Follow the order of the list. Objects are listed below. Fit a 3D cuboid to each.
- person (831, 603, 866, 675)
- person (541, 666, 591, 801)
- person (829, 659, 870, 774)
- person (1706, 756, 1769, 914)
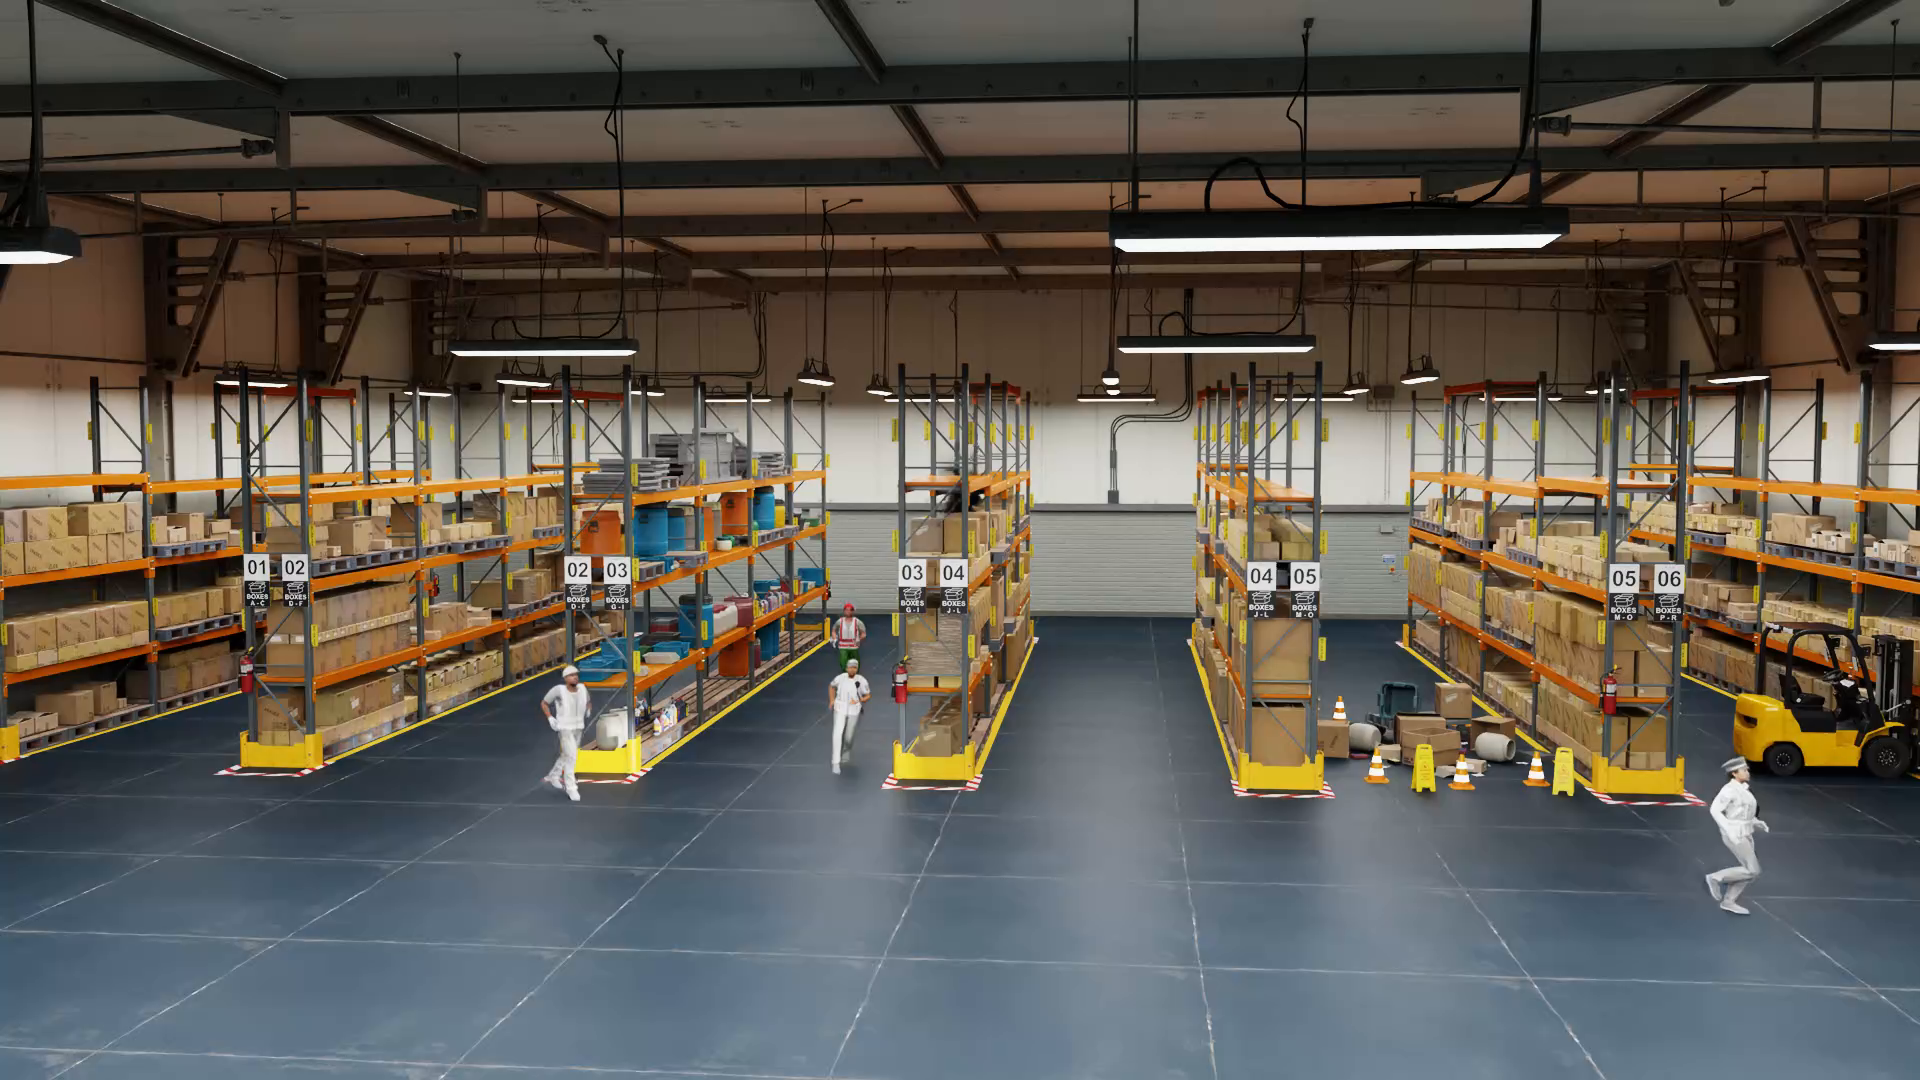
[{"bbox_3d":[-2.137,2.084,31.880,0.663,1.748,0.780,0,4,-2],"label":"person"},{"bbox_3d":[-5.418,2.639,23.030,0.839,1.828,0.678,3,5,39],"label":"person"},{"bbox_3d":[-1.652,2.604,24.831,0.630,1.687,0.873,0,4,-2],"label":"person"},{"bbox_3d":[8.113,3.070,17.334,0.547,1.656,0.618,3,5,43],"label":"person"}]
